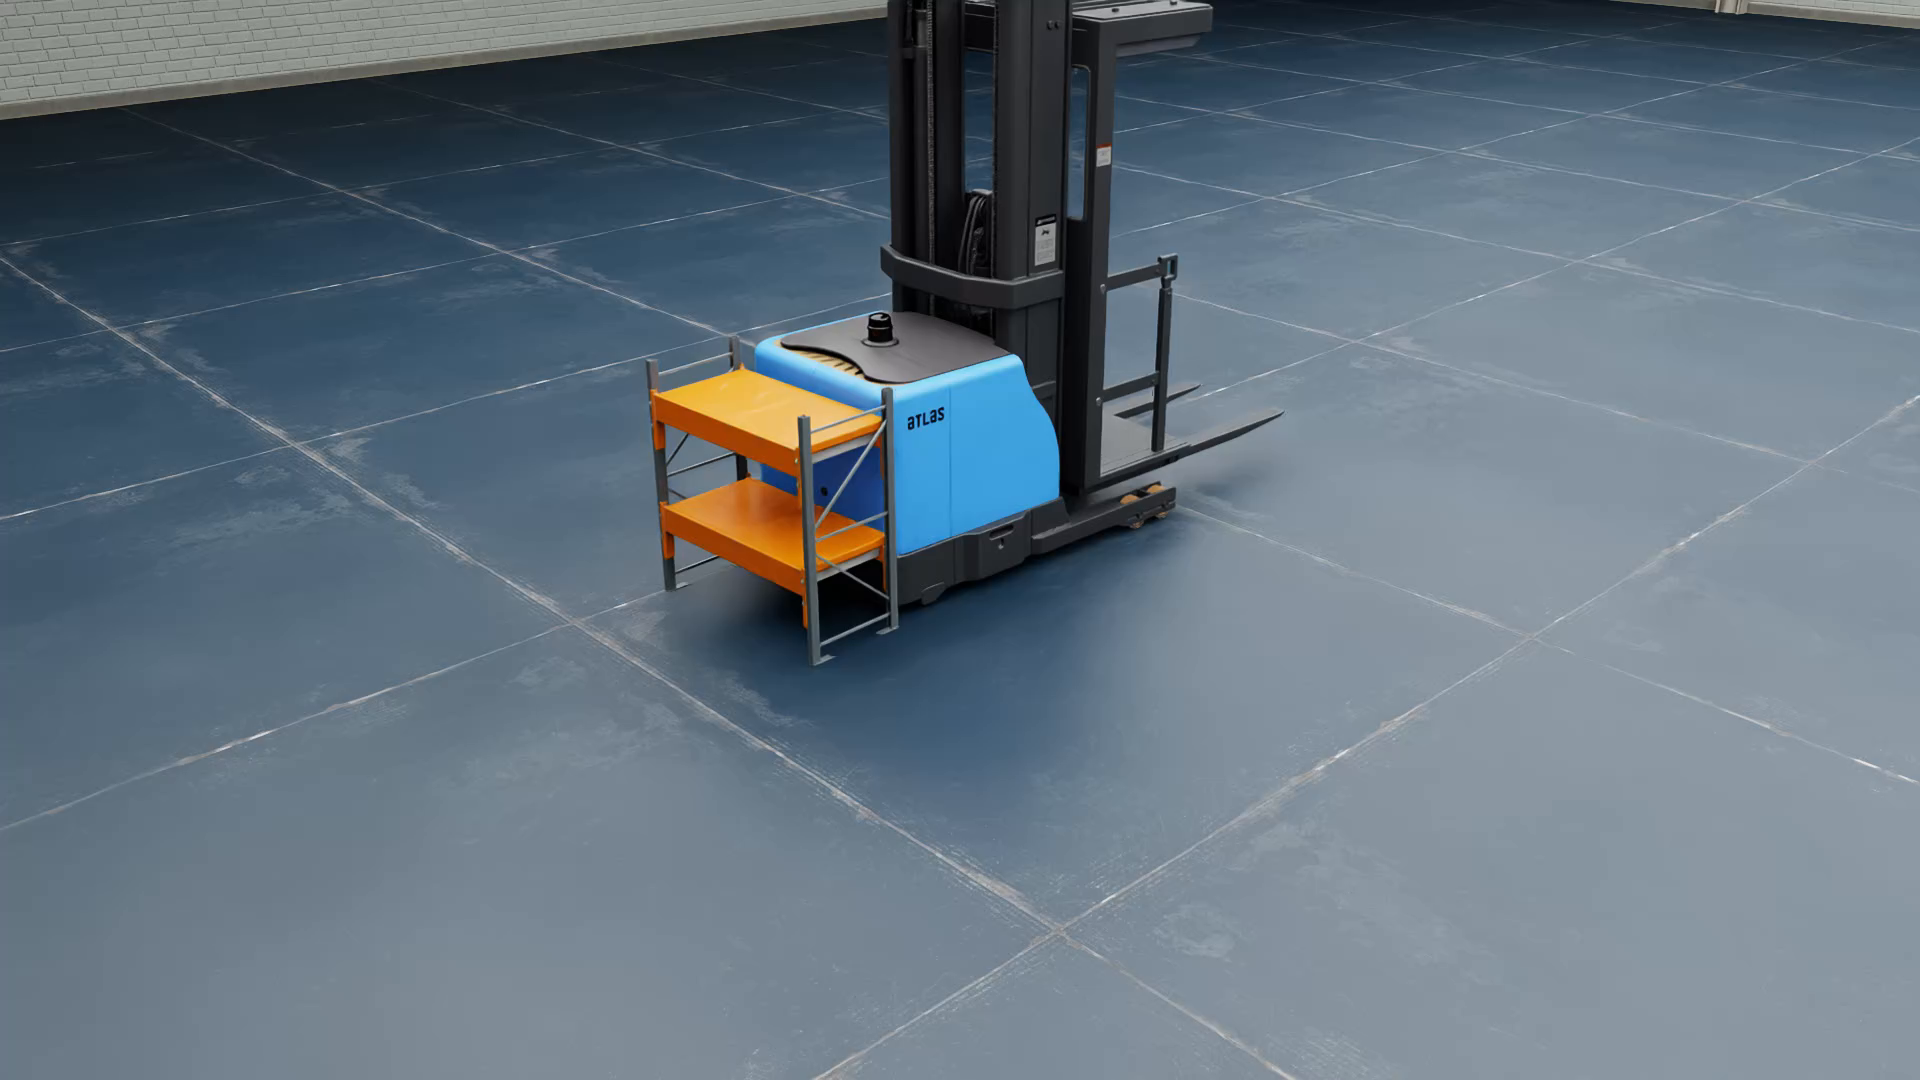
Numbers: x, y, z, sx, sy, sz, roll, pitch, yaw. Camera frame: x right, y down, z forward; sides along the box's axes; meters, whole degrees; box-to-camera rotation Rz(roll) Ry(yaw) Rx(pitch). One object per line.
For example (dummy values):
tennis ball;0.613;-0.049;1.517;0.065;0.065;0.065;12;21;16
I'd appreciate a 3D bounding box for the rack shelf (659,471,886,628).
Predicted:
rack shelf;-0.823;0.024;7.429;1.000;0.278;0.538;22;33;40

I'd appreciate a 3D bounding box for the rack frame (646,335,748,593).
rack frame;-1.187;-0.346;7.650;0.032;1.125;0.500;22;33;40

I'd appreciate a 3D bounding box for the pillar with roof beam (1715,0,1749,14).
pillar with roof beam;9.410;-11.464;22.538;9.100;9.000;0.400;-21;32;-38

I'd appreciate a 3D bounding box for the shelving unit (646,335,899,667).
shelving unit;-0.824;-0.198;7.327;1.048;1.125;0.538;22;33;40

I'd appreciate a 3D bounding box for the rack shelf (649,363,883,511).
rack shelf;-0.825;-0.464;7.204;1.000;0.278;0.538;22;33;40

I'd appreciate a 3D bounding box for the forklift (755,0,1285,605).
forklift;0.468;-1.537;8.087;3.031;2.935;1.130;-20;32;-37

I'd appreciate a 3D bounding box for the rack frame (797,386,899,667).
rack frame;-0.461;-0.051;7.003;0.032;1.125;0.500;22;33;40
